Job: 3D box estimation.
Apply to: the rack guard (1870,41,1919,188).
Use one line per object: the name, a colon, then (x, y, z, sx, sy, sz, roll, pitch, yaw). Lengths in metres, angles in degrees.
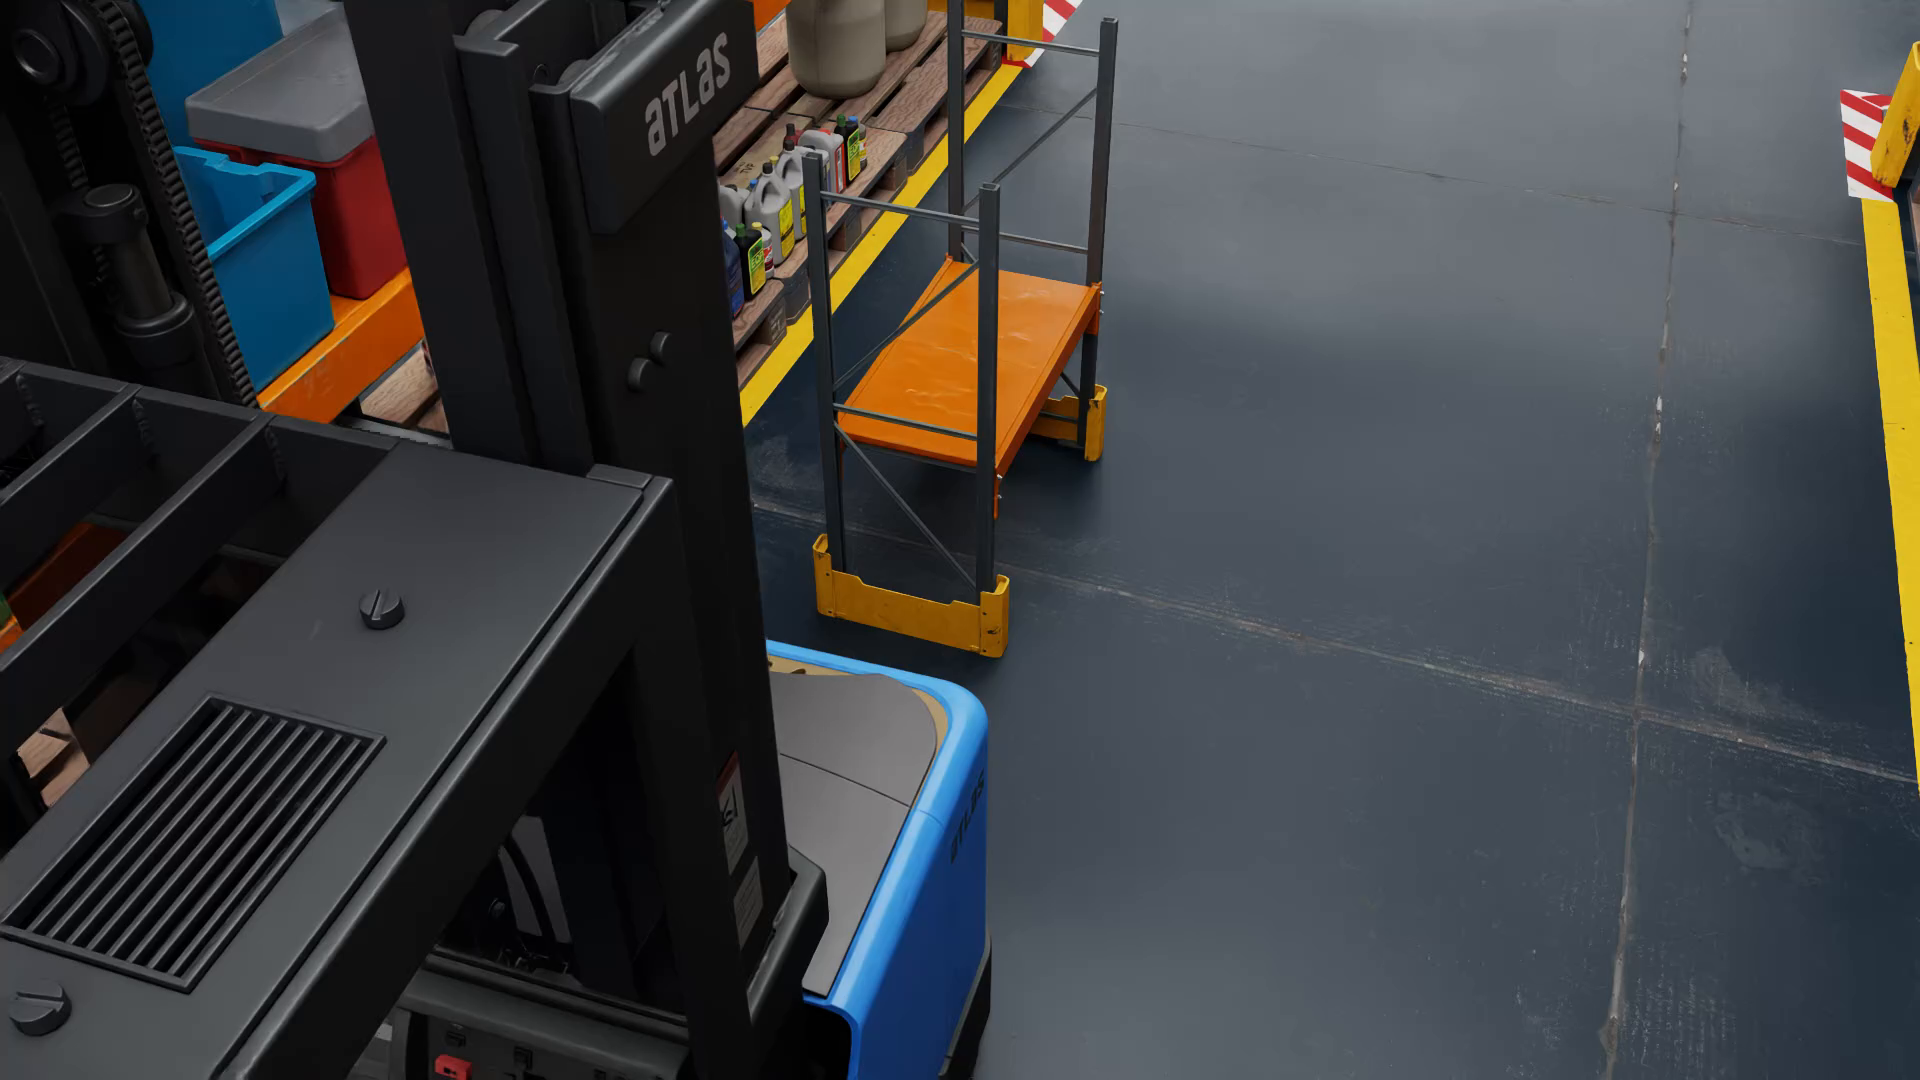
rack guard: (4.457, -1.662, 6.813, 1.175, 0.500, 0.348, 13, 42, 15)

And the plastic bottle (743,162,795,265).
plastic bottle: (-0.696, -1.194, 6.041, 0.144, 0.351, 0.185, 13, 42, 15)

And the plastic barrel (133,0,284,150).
plastic barrel: (-1.989, -1.282, 4.056, 0.600, 0.901, 0.708, 13, 42, 15)

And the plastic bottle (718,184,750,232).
plastic bottle: (-0.844, -1.184, 6.086, 0.152, 0.276, 0.135, 13, 42, 15)

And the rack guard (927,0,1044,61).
rack guard: (-0.186, -2.692, 8.020, 1.175, 0.500, 0.348, 13, 42, 15)

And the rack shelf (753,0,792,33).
rack shelf: (-0.888, -2.206, 6.079, 1.077, 0.370, 4.000, 13, 42, 15)

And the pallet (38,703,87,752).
pallet: (-1.804, 0.288, 4.750, 1.003, 0.211, 1.213, 13, 42, 15)

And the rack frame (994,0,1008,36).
rack frame: (-0.204, -3.700, 7.276, 1.000, 3.000, 0.127, 13, 42, 15)

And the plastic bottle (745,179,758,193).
plastic bottle: (-0.761, -1.251, 6.222, 0.097, 0.201, 0.097, 0, 40, 0)

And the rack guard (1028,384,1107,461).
rack guard: (0.196, -0.445, 5.579, 0.587, 0.250, 0.087, 13, 42, 15)

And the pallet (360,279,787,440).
pallet: (-1.303, -0.600, 5.790, 1.003, 0.211, 1.213, 13, 42, 15)

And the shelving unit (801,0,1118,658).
shelving unit: (0.026, -0.617, 4.818, 0.587, 1.500, 1.083, 13, 42, 15)

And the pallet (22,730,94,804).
pallet: (-2.220, 1.035, 3.874, 1.003, 0.211, 1.213, 13, 42, 15)

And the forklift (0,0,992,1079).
forklift: (-0.863, 0.809, 2.044, 1.130, 2.935, 3.031, 12, 42, 13)

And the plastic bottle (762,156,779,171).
plastic bottle: (-0.704, -1.369, 6.361, 0.097, 0.201, 0.097, 0, 40, 0)

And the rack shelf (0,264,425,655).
rack shelf: (-2.256, 0.233, 3.220, 1.077, 0.370, 4.000, 13, 42, 15)

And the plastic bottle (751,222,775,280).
plastic bottle: (-0.723, -1.046, 5.982, 0.097, 0.201, 0.097, 0, 40, 0)

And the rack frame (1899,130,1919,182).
rack frame: (4.449, -2.598, 5.984, 1.000, 3.000, 0.127, 13, 42, 15)

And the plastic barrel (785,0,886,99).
plastic barrel: (-0.529, -2.189, 7.098, 0.421, 0.512, 0.421, 0, 40, 0)

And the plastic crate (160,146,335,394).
plastic crate: (-1.657, -0.512, 3.552, 0.392, 0.384, 0.575, 13, 42, 15)

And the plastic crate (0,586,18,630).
plastic crate: (-1.903, -0.055, 3.166, 0.450, 0.188, 0.662, 13, 42, 15)

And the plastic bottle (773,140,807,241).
plastic bottle: (-0.633, -1.308, 6.174, 0.144, 0.351, 0.185, 15, 43, 17)

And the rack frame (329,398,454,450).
rack frame: (-1.572, -1.260, 4.416, 1.000, 3.000, 0.127, 13, 42, 15)

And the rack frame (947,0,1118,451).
rack frame: (0.203, -0.933, 5.188, 0.500, 1.500, 0.032, 13, 42, 15)

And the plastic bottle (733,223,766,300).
plastic bottle: (-0.746, -1.001, 5.866, 0.061, 0.283, 0.133, 15, 43, 17)

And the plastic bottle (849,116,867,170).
plastic bottle: (-0.421, -1.585, 6.614, 0.097, 0.201, 0.097, 0, 40, 0)

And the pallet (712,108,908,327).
pallet: (-0.888, -1.346, 6.665, 1.003, 0.211, 1.213, 13, 42, 15)

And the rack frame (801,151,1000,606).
rack frame: (-0.145, -0.313, 4.461, 0.500, 1.500, 0.032, 13, 42, 15)

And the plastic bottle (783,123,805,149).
plastic bottle: (-0.633, -1.492, 6.442, 0.061, 0.283, 0.133, 13, 42, 15)

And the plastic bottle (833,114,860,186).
plastic bottle: (-0.443, -1.541, 6.499, 0.061, 0.283, 0.133, 14, 43, 16)

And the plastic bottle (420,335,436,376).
plastic bottle: (-1.741, -0.653, 5.522, 0.097, 0.201, 0.097, 0, 40, 0)

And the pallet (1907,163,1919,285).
pallet: (4.227, -1.062, 6.332, 1.003, 0.211, 1.213, 13, 42, 15)

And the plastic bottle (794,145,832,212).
plastic bottle: (-0.580, -1.381, 6.318, 0.152, 0.276, 0.135, 12, 42, 14)

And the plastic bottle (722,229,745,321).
plastic bottle: (-0.842, -0.935, 5.737, 0.144, 0.351, 0.185, 12, 42, 13)

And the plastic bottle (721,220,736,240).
plastic bottle: (-0.827, -1.003, 5.878, 0.097, 0.271, 0.097, 0, 40, 0)

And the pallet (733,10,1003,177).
pallet: (-0.469, -2.088, 7.535, 1.003, 0.211, 1.213, 13, 42, 15)

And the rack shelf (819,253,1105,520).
rack shelf: (0.029, -0.486, 4.941, 0.538, 0.185, 1.000, 13, 42, 15)

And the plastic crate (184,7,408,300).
plastic crate: (-1.450, -0.921, 3.969, 0.402, 0.464, 0.583, 13, 42, 15)

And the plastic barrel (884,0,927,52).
plastic barrel: (-0.358, -2.495, 7.456, 0.421, 0.512, 0.421, 0, 40, 0)

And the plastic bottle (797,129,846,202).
plastic bottle: (-0.532, -1.466, 6.417, 0.152, 0.276, 0.135, 14, 42, 15)

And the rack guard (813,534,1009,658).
rack guard: (-0.144, 0.162, 4.867, 0.587, 0.250, 0.087, 13, 42, 15)
